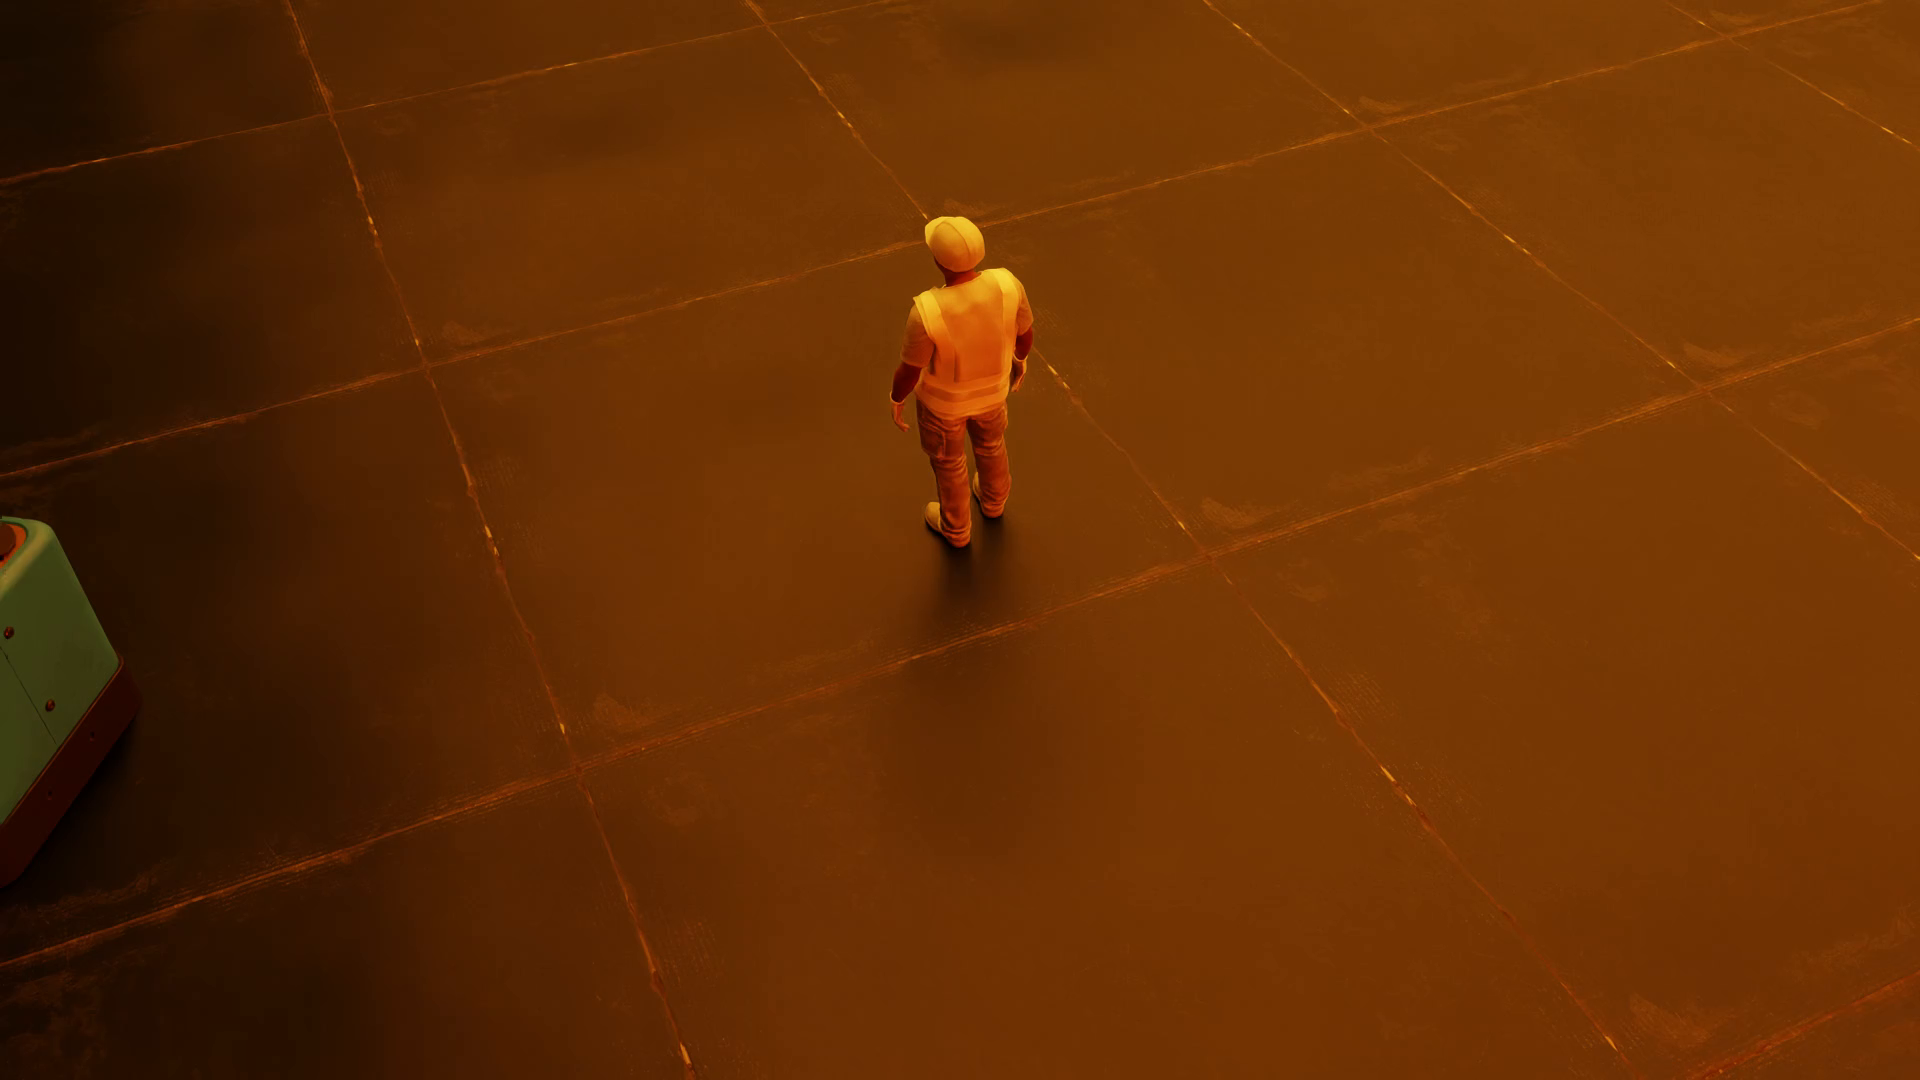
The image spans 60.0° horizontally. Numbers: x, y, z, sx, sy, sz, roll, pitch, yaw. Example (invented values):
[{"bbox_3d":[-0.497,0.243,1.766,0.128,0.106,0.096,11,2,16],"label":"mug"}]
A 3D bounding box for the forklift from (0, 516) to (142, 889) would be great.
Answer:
[{"bbox_3d":[-5.002,-0.210,5.905,3.031,2.935,1.130,7,43,7],"label":"forklift"}]

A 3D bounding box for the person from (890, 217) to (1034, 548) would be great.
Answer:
[{"bbox_3d":[-0.022,-0.704,7.265,0.656,1.782,0.577,-18,46,-18],"label":"person"}]
